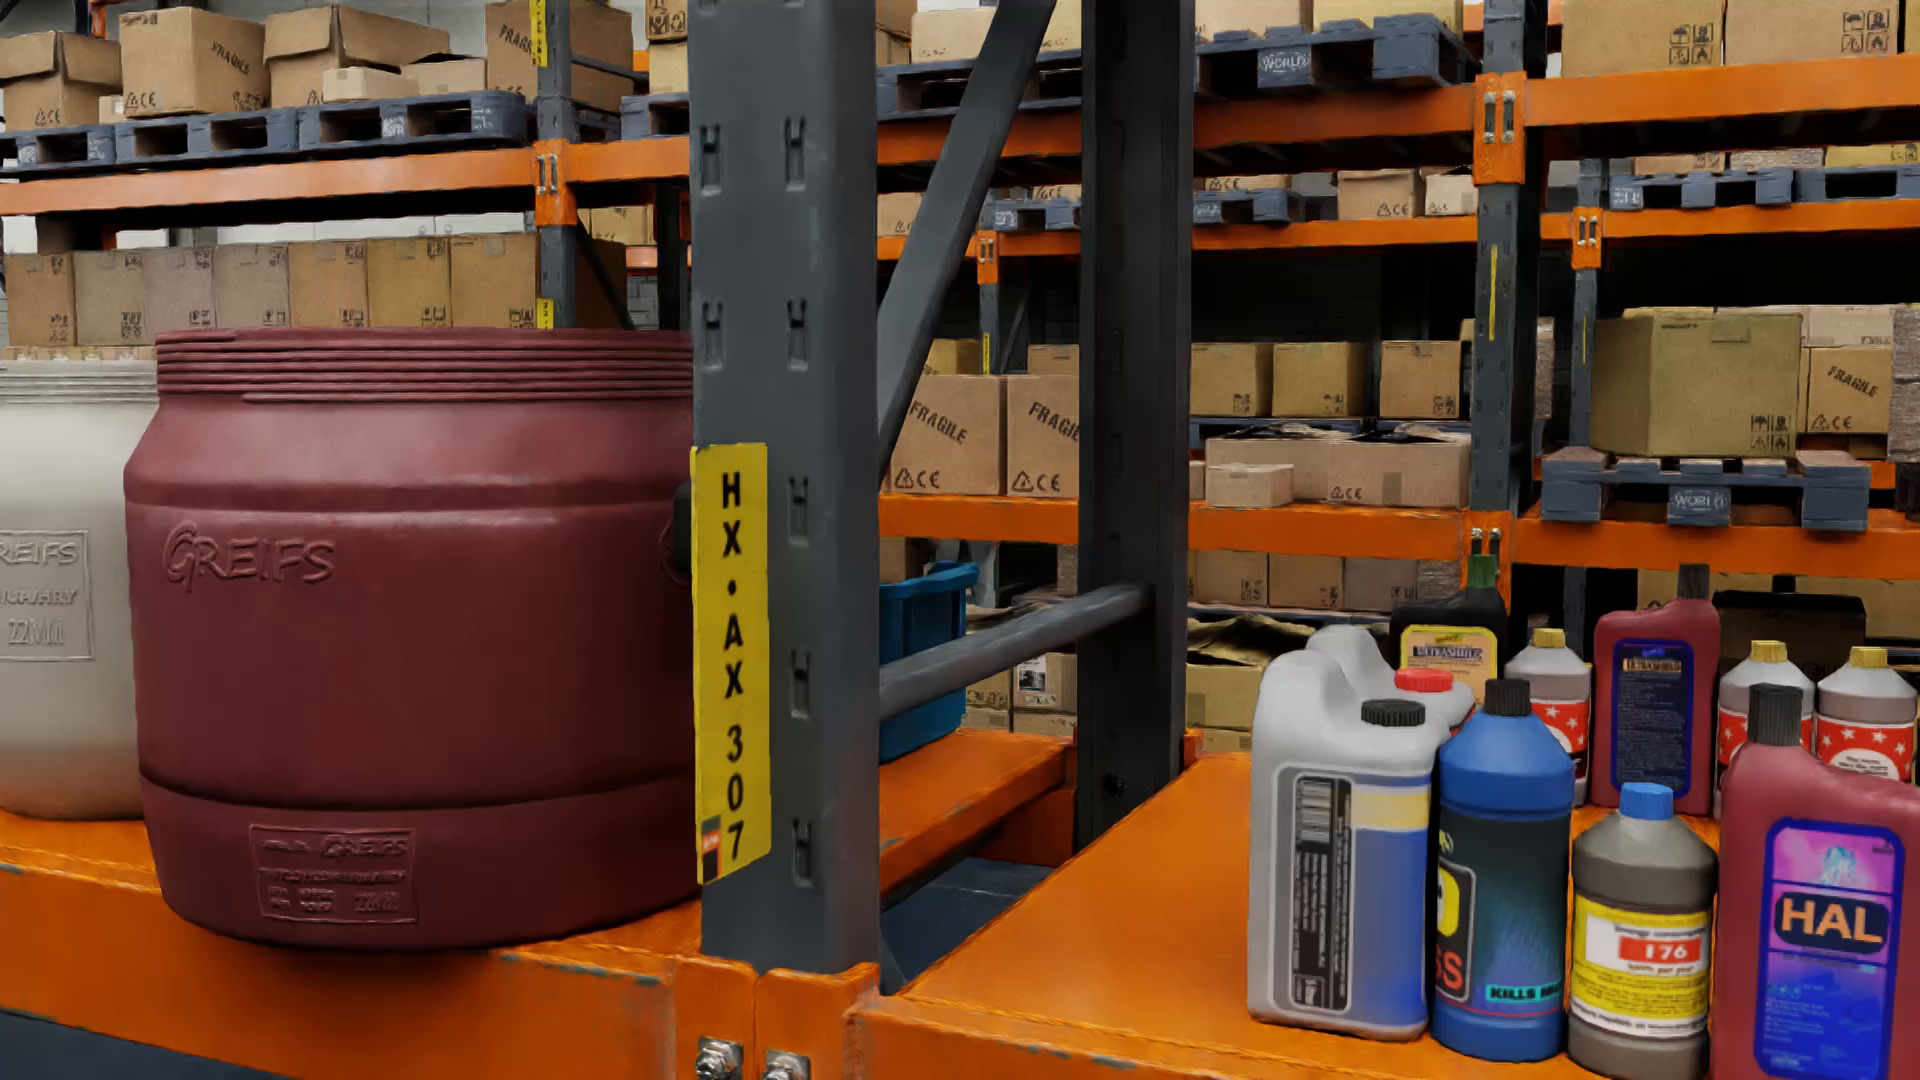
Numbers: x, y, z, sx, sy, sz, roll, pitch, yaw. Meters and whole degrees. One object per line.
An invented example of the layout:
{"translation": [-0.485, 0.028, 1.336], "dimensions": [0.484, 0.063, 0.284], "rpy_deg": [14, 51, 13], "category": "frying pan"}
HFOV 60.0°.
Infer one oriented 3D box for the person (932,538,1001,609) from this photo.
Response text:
{"translation": [0.032, -0.053, 10.257], "dimensions": [0.481, 1.708, 0.398], "rpy_deg": [1, 6, 9], "category": "person"}
